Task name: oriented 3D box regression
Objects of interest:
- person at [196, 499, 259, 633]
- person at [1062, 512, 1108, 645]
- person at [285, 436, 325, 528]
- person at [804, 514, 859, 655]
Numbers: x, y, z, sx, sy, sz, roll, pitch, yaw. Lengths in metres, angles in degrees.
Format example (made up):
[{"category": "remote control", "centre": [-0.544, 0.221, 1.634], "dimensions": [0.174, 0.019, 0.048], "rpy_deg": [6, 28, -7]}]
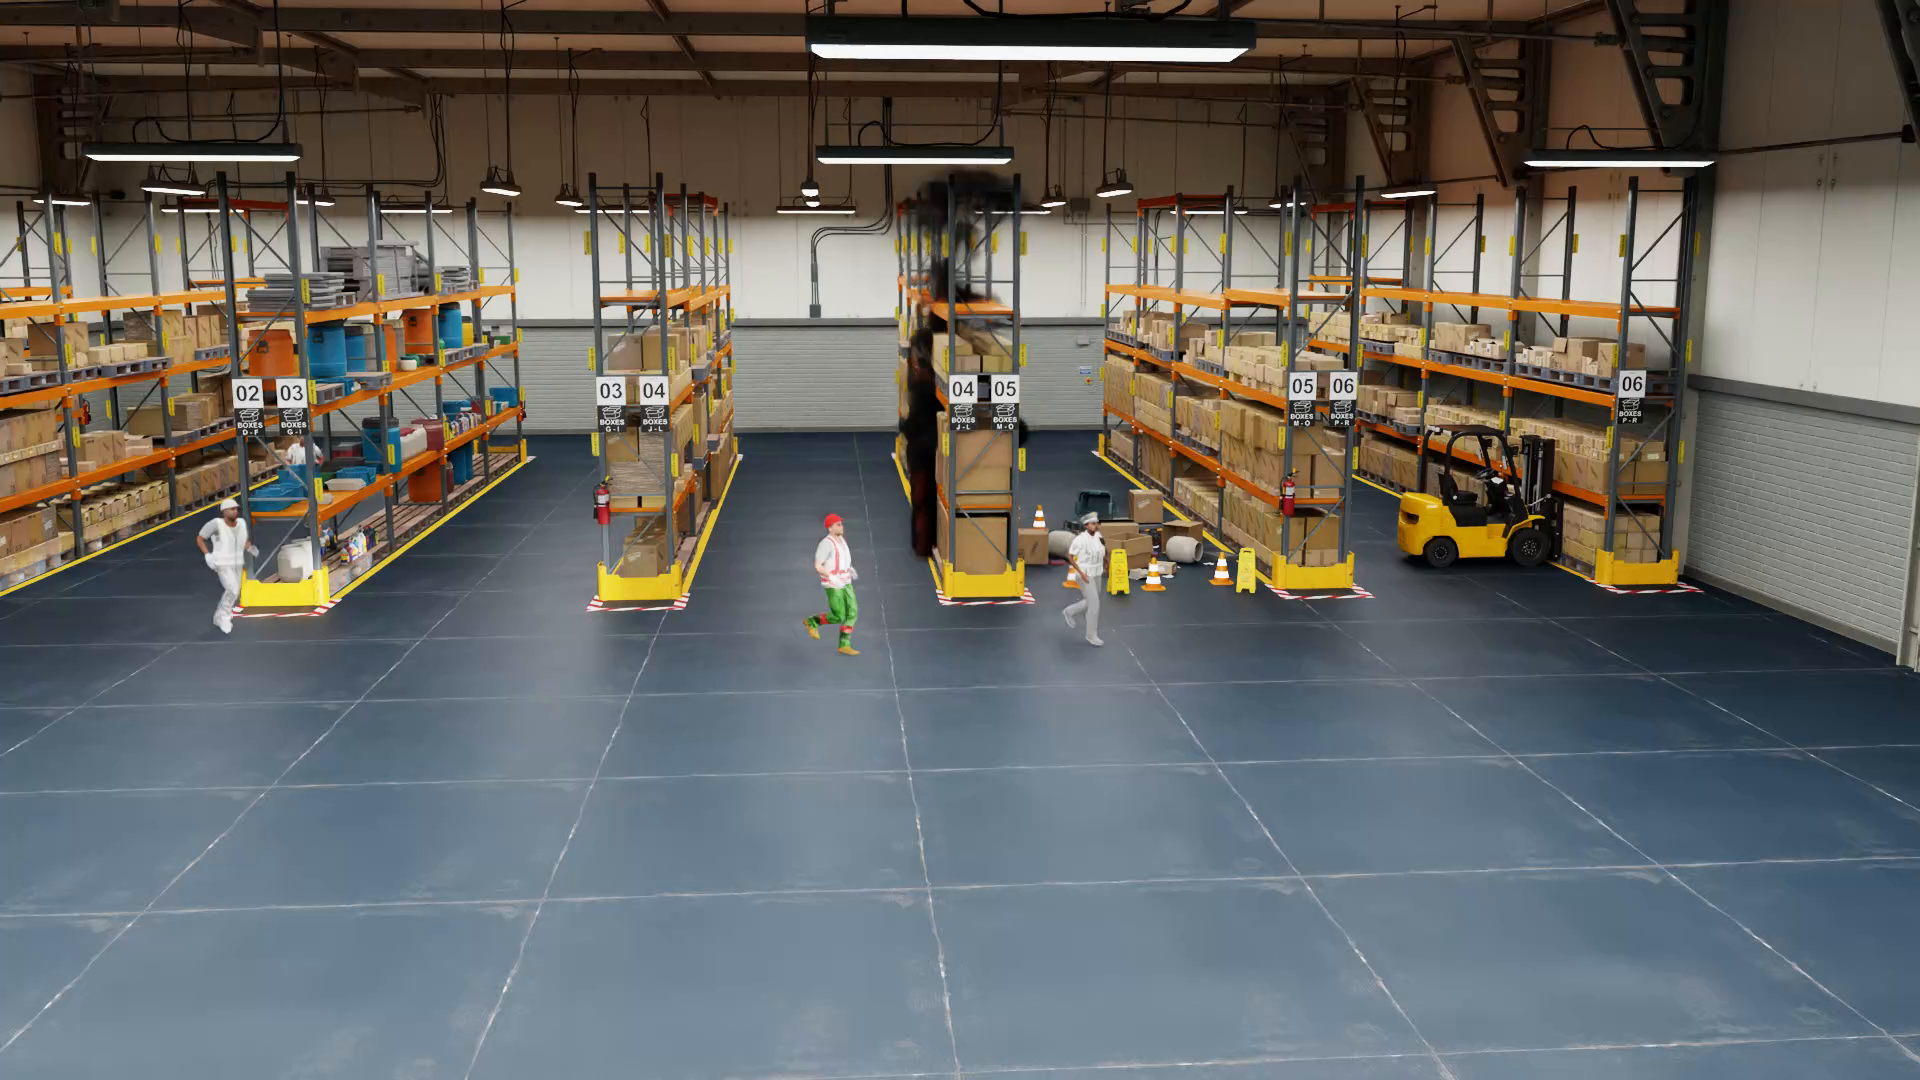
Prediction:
[{"category": "person", "centre": [-9.582, 0.329, 21.855], "dimensions": [0.773, 1.767, 0.624], "rpy_deg": [5, 11, 27]}, {"category": "person", "centre": [1.594, 0.457, 21.320], "dimensions": [0.578, 1.707, 0.749], "rpy_deg": [-9, 14, -42]}, {"category": "person", "centre": [-11.887, -1.147, 30.179], "dimensions": [0.666, 1.778, 0.841], "rpy_deg": [-2, 10, -12]}, {"category": "person", "centre": [-1.573, 0.543, 20.649], "dimensions": [0.744, 1.759, 0.655], "rpy_deg": [5, 11, 27]}]
